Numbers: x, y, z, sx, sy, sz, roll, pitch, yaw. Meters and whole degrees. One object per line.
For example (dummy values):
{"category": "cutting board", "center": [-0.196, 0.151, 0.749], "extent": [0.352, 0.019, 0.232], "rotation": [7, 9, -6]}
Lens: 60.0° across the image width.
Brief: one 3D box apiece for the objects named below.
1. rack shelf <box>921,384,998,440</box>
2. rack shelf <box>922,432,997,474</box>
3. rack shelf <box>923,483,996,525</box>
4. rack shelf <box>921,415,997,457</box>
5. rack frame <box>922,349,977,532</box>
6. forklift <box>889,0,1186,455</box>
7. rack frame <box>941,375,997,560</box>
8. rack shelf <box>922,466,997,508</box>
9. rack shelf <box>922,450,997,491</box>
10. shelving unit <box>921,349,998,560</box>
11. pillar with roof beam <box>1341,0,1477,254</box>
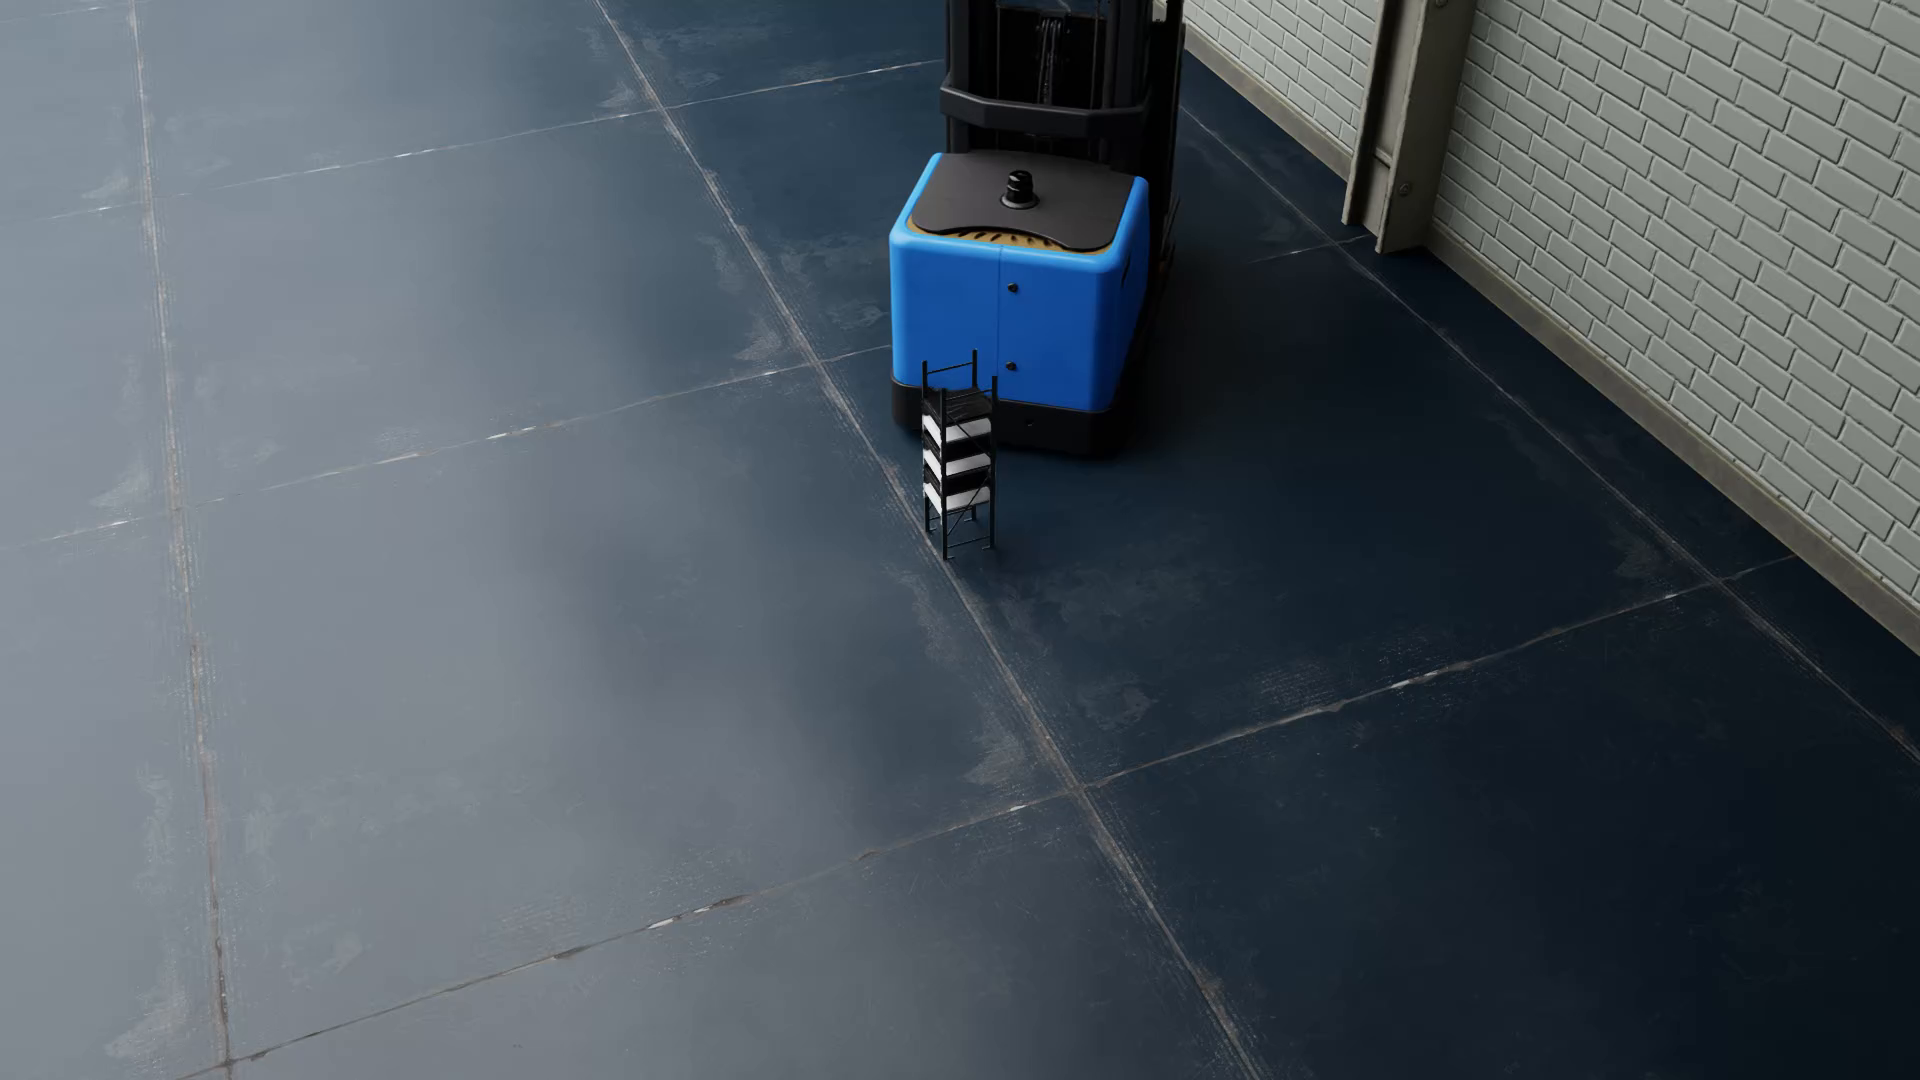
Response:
{"category": "rack shelf", "center": [-0.003, -0.526, 6.808], "extent": [0.258, 0.077, 0.200], "rotation": [-15, 43, -17]}
{"category": "rack shelf", "center": [-0.003, -0.389, 6.925], "extent": [0.258, 0.077, 0.200], "rotation": [-15, 43, -17]}
{"category": "rack shelf", "center": [-0.003, -0.184, 7.101], "extent": [0.258, 0.077, 0.200], "rotation": [-15, 43, -17]}
{"category": "rack shelf", "center": [-0.003, -0.457, 6.867], "extent": [0.258, 0.077, 0.200], "rotation": [-15, 43, -17]}
{"category": "rack frame", "center": [-0.042, -0.407, 7.034], "extent": [0.240, 0.900, 0.006], "rotation": [-15, 43, -17]}
{"category": "forklift", "center": [0.530, -2.468, 7.872], "extent": [1.130, 2.935, 3.031], "rotation": [9, 42, 11]}
{"category": "rack frame", "center": [0.036, -0.285, 6.891], "extent": [0.240, 0.900, 0.006], "rotation": [-15, 43, -17]}
{"category": "rack shelf", "center": [-0.003, -0.253, 7.043], "extent": [0.258, 0.077, 0.200], "rotation": [-15, 43, -17]}
{"category": "rack shelf", "center": [-0.003, -0.321, 6.984], "extent": [0.258, 0.077, 0.200], "rotation": [-15, 43, -17]}
{"category": "shelving unit", "center": [-0.003, -0.346, 6.962], "extent": [0.258, 0.900, 0.210], "rotation": [-15, 43, -17]}
{"category": "pillar with roof beam", "center": [-1.622, -4.051, 5.060], "extent": [9.100, 9.000, 0.400], "rotation": [-15, 43, -17]}
